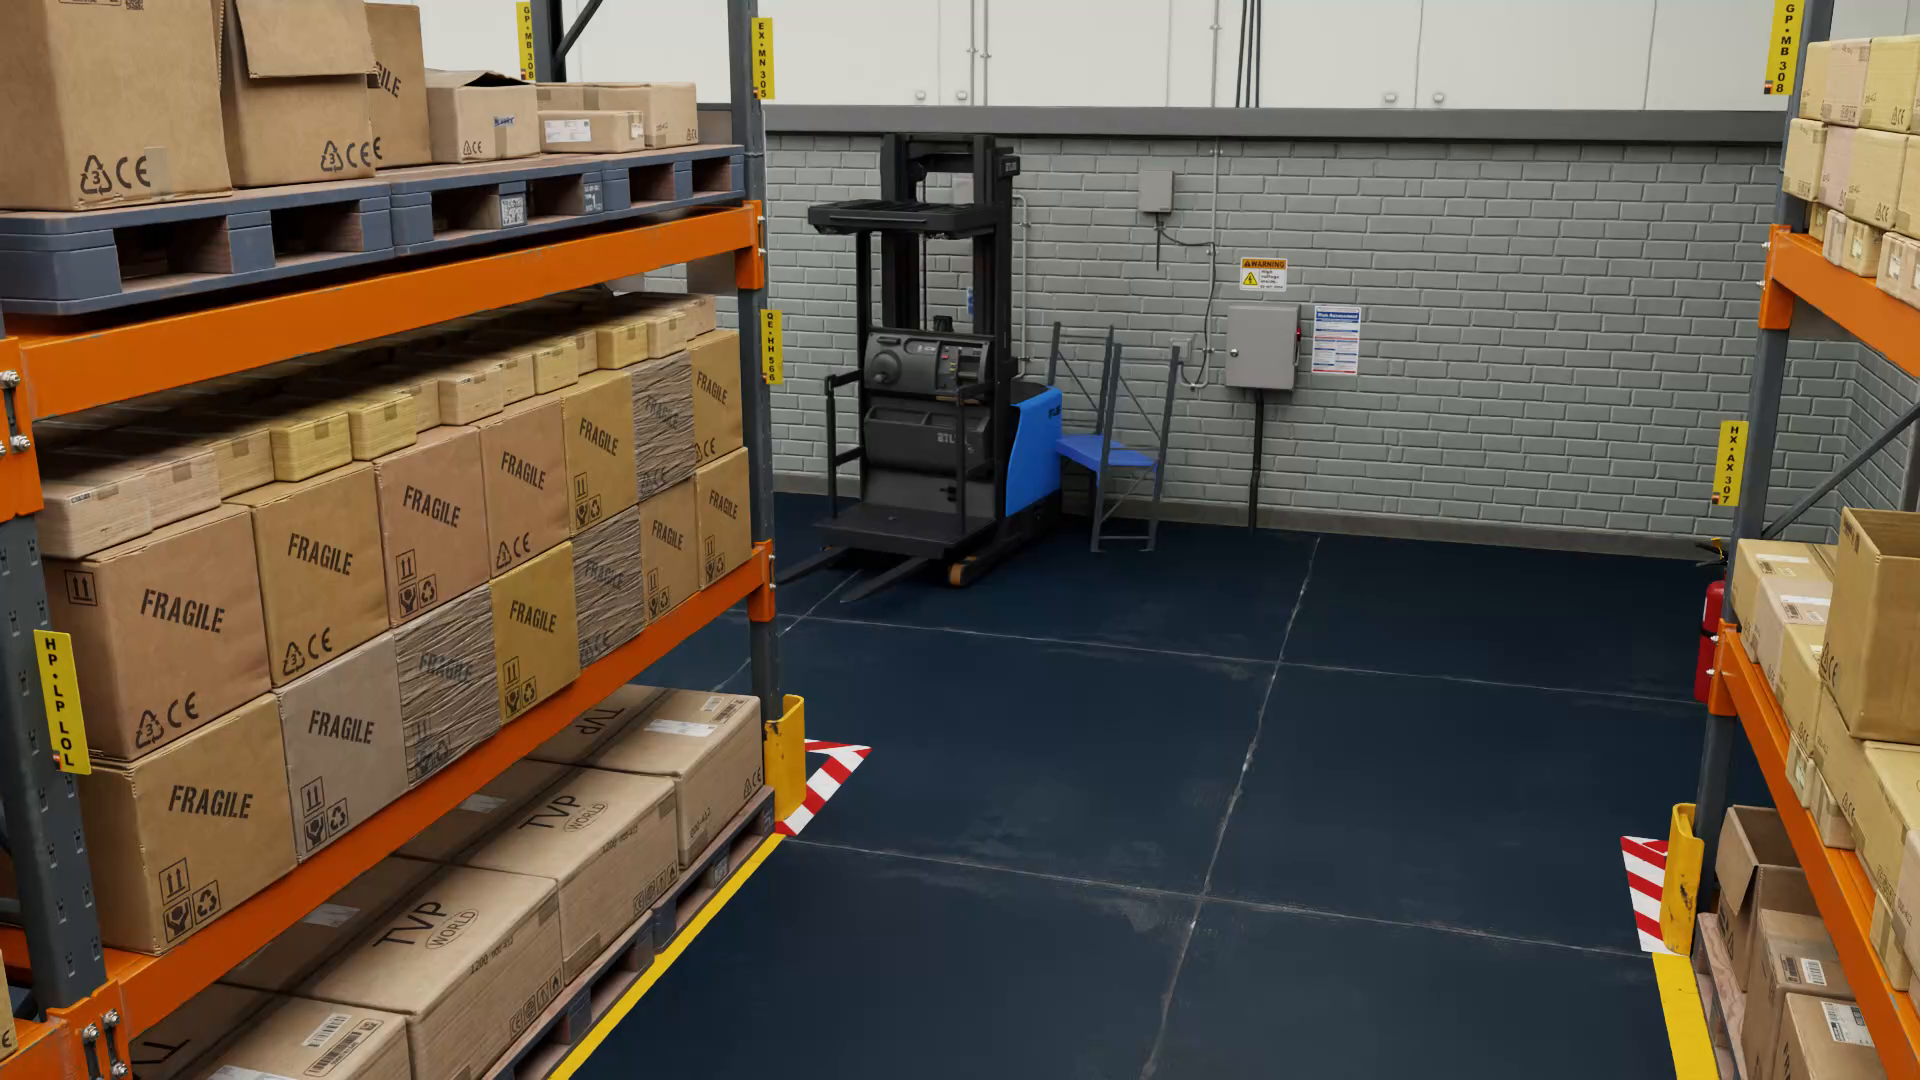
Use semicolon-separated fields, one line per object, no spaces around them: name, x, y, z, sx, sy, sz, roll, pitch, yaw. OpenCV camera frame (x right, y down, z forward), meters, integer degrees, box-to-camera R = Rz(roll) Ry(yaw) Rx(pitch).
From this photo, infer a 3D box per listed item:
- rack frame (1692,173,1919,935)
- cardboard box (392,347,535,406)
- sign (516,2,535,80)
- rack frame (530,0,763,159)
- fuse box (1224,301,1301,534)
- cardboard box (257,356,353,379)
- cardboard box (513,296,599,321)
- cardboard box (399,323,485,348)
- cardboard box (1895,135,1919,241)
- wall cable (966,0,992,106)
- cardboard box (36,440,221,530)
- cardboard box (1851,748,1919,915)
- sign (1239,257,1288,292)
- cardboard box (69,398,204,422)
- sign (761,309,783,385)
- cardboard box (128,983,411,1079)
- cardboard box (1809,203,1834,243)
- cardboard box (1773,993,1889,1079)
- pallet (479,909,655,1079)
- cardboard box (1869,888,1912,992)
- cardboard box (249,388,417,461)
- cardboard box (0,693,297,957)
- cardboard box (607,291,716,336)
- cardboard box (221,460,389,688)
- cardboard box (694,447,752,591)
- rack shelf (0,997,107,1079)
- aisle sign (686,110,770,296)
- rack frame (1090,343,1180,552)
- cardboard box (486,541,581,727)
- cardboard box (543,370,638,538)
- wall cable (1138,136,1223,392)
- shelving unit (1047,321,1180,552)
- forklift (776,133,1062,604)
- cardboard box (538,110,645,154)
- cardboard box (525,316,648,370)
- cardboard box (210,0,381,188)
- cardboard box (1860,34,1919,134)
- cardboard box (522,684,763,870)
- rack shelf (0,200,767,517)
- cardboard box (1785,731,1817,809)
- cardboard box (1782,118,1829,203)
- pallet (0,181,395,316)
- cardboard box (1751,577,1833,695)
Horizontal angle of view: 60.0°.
rack frame;3.423;0.170;6.232;1.000;3.000;0.127;5;16;16
cardboard box;-1.649;-0.540;5.532;0.380;0.149;0.250;5;17;18
sign;-1.867;-2.160;7.203;0.100;0.325;0.005;5;16;16
rack frame;-1.337;-3.100;6.767;1.000;3.000;0.127;5;16;16
fuse box;2.216;-0.870;12.260;0.539;1.711;0.414;5;16;16
cardboard box;-2.212;-0.509;5.421;0.380;0.149;0.250;5;16;16
cardboard box;-1.709;-0.909;6.834;0.380;0.149;0.250;5;17;17
cardboard box;-1.975;-0.707;6.121;0.380;0.149;0.250;5;17;16
cardboard box;2.628;-0.844;4.041;0.500;0.250;0.500;4;16;15
wall cable;0.010;-4.610;12.090;0.463;3.000;0.029;5;16;16
cardboard box;-2.078;-0.139;4.118;0.380;0.149;0.250;5;17;17
cardboard box;2.480;0.732;3.981;0.500;0.250;0.500;5;16;15
sign;2.222;-1.945;12.177;0.339;0.242;0.001;5;16;16
cardboard box;-2.377;-0.306;4.707;0.380;0.149;0.250;4;16;15
sign;-0.821;-0.839;7.234;0.100;0.325;0.005;5;16;16
cardboard box;-2.192;1.708;4.738;0.875;0.438;0.875;4;16;15
cardboard box;3.110;-1.086;5.626;0.380;0.149;0.250;5;17;17
cardboard box;2.632;1.675;4.739;0.500;0.500;0.500;5;17;17
pallet;-1.838;1.661;6.085;1.003;0.211;1.213;5;16;16
cardboard box;2.385;0.960;3.910;0.380;0.149;0.250;4;16;15
cardboard box;-1.813;-0.337;4.815;0.380;0.149;0.250;4;16;14
cardboard box;-2.089;0.682;4.243;0.500;0.500;0.500;5;17;18
cardboard box;-1.247;-0.945;6.961;0.380;0.149;0.250;5;17;17
cardboard box;-1.957;0.066;4.583;0.500;0.500;0.500;4;16;15
cardboard box;-1.220;-0.115;7.054;0.500;0.500;0.500;5;17;16
rack shelf;-3.042;1.702;2.149;1.077;0.370;4.000;5;16;16
aisle sign;-1.019;-1.459;7.212;0.394;0.787;0.004;5;16;16
rack frame;1.239;-0.640;11.792;0.500;1.500;0.032;0;15;-22
cardboard box;-1.648;0.287;5.638;0.500;0.500;0.500;5;17;18
cardboard box;-1.510;-0.330;5.980;0.500;0.500;0.500;5;16;16
wall cable;1.606;-2.072;12.277;0.588;1.984;0.122;5;16;16
shelving unit;1.054;-0.775;12.246;0.538;1.500;1.048;0;15;-22
forklift;-0.323;-1.223;11.268;1.130;2.935;3.031;8;18;25
cardboard box;-1.421;-1.545;6.291;0.380;0.149;0.250;3;16;12
cardboard box;-1.400;-0.740;6.238;0.380;0.149;0.250;5;17;17
cardboard box;-2.121;-1.265;4.654;0.797;0.503;0.637;6;17;20
cardboard box;2.764;-1.223;4.462;0.500;0.250;0.500;4;16;15
cardboard box;-1.429;0.997;7.241;0.875;0.438;0.875;4;16;14
rack shelf;-1.905;-0.787;5.429;1.077;0.370;4.000;5;16;16
cardboard box;2.653;0.689;4.863;0.380;0.149;0.250;4;16;14
cardboard box;3.035;-1.249;5.468;0.500;0.250;0.500;4;16;15
pallet;-2.231;-0.781;4.250;1.003;0.211;1.213;5;16;16
cardboard box;2.893;0.329;5.402;0.500;0.250;0.500;5;17;16
